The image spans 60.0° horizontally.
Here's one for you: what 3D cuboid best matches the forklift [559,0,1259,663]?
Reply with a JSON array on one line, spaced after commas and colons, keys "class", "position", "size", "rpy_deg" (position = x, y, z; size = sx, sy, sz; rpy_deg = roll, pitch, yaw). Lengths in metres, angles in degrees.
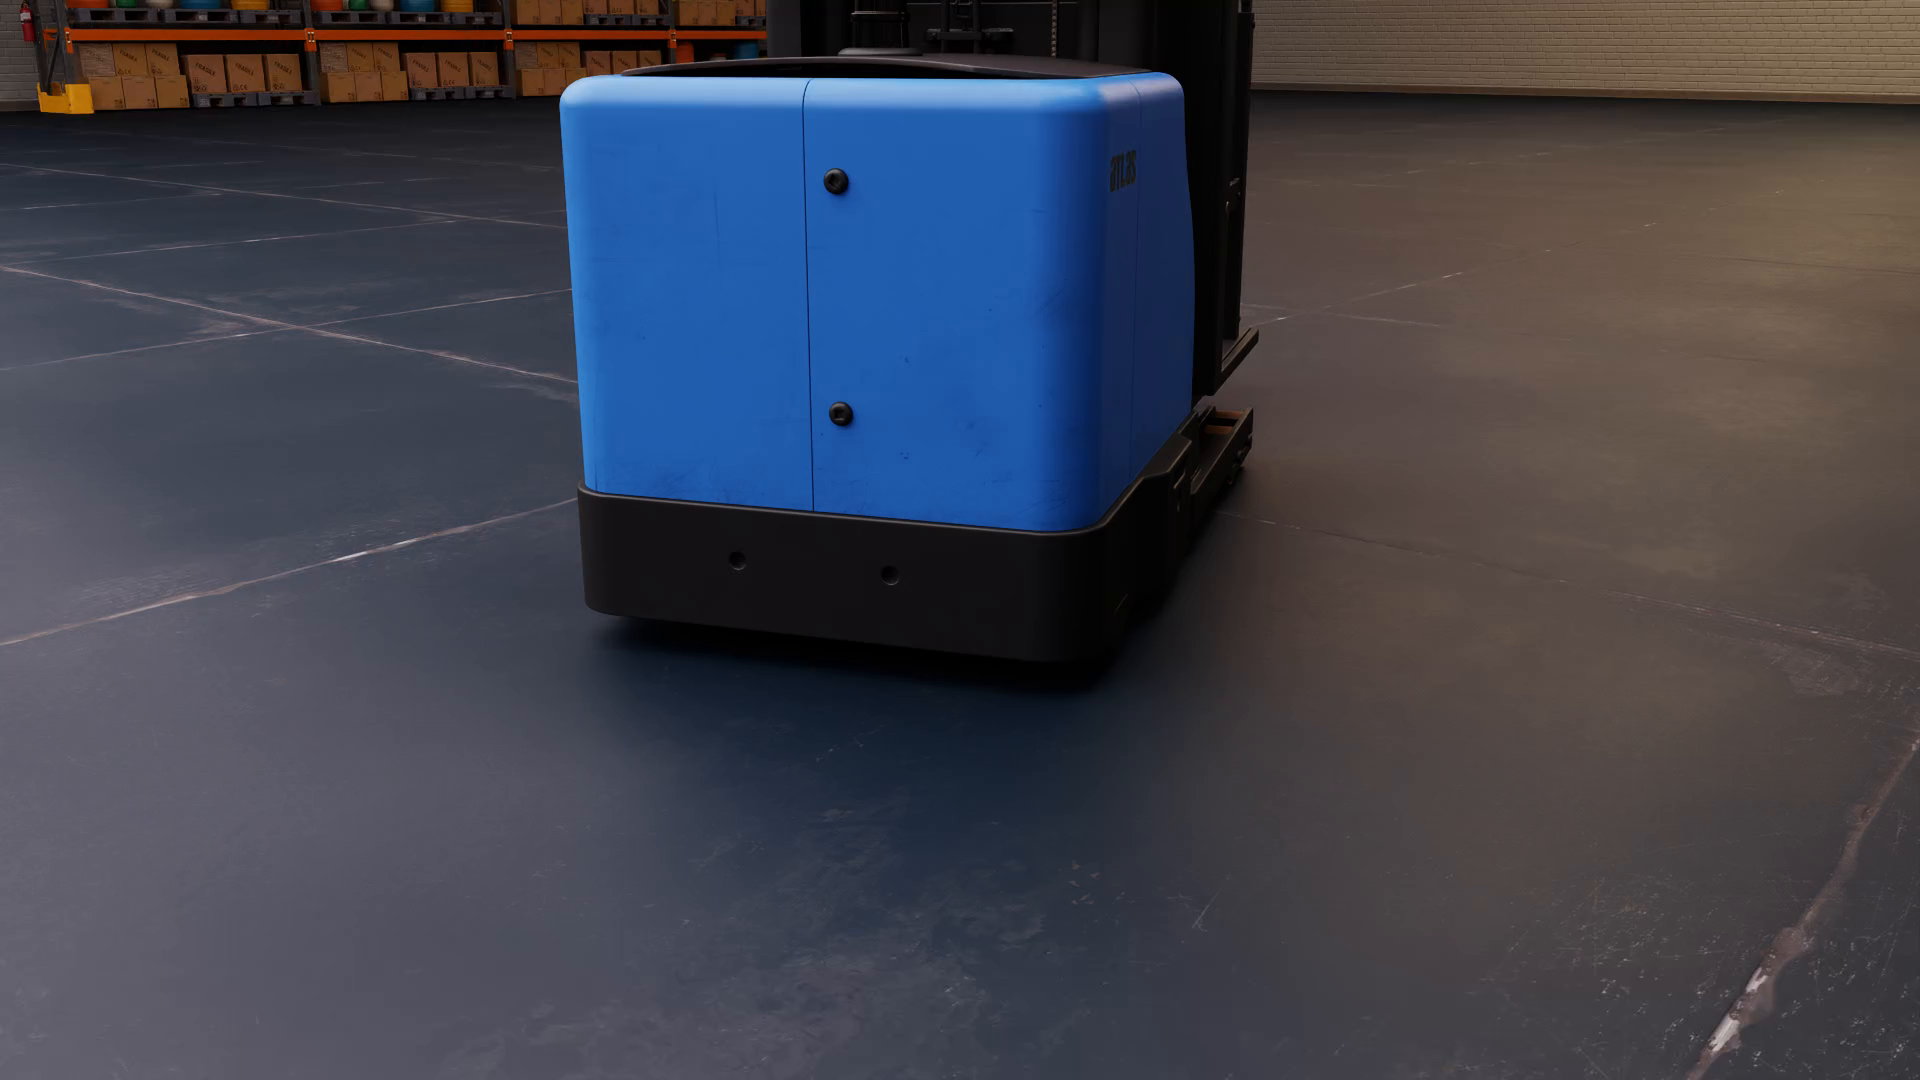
[{"class": "forklift", "position": [0.182, -1.571, 4.072], "size": [1.130, 2.935, 3.031], "rpy_deg": [5, 18, 17]}]
